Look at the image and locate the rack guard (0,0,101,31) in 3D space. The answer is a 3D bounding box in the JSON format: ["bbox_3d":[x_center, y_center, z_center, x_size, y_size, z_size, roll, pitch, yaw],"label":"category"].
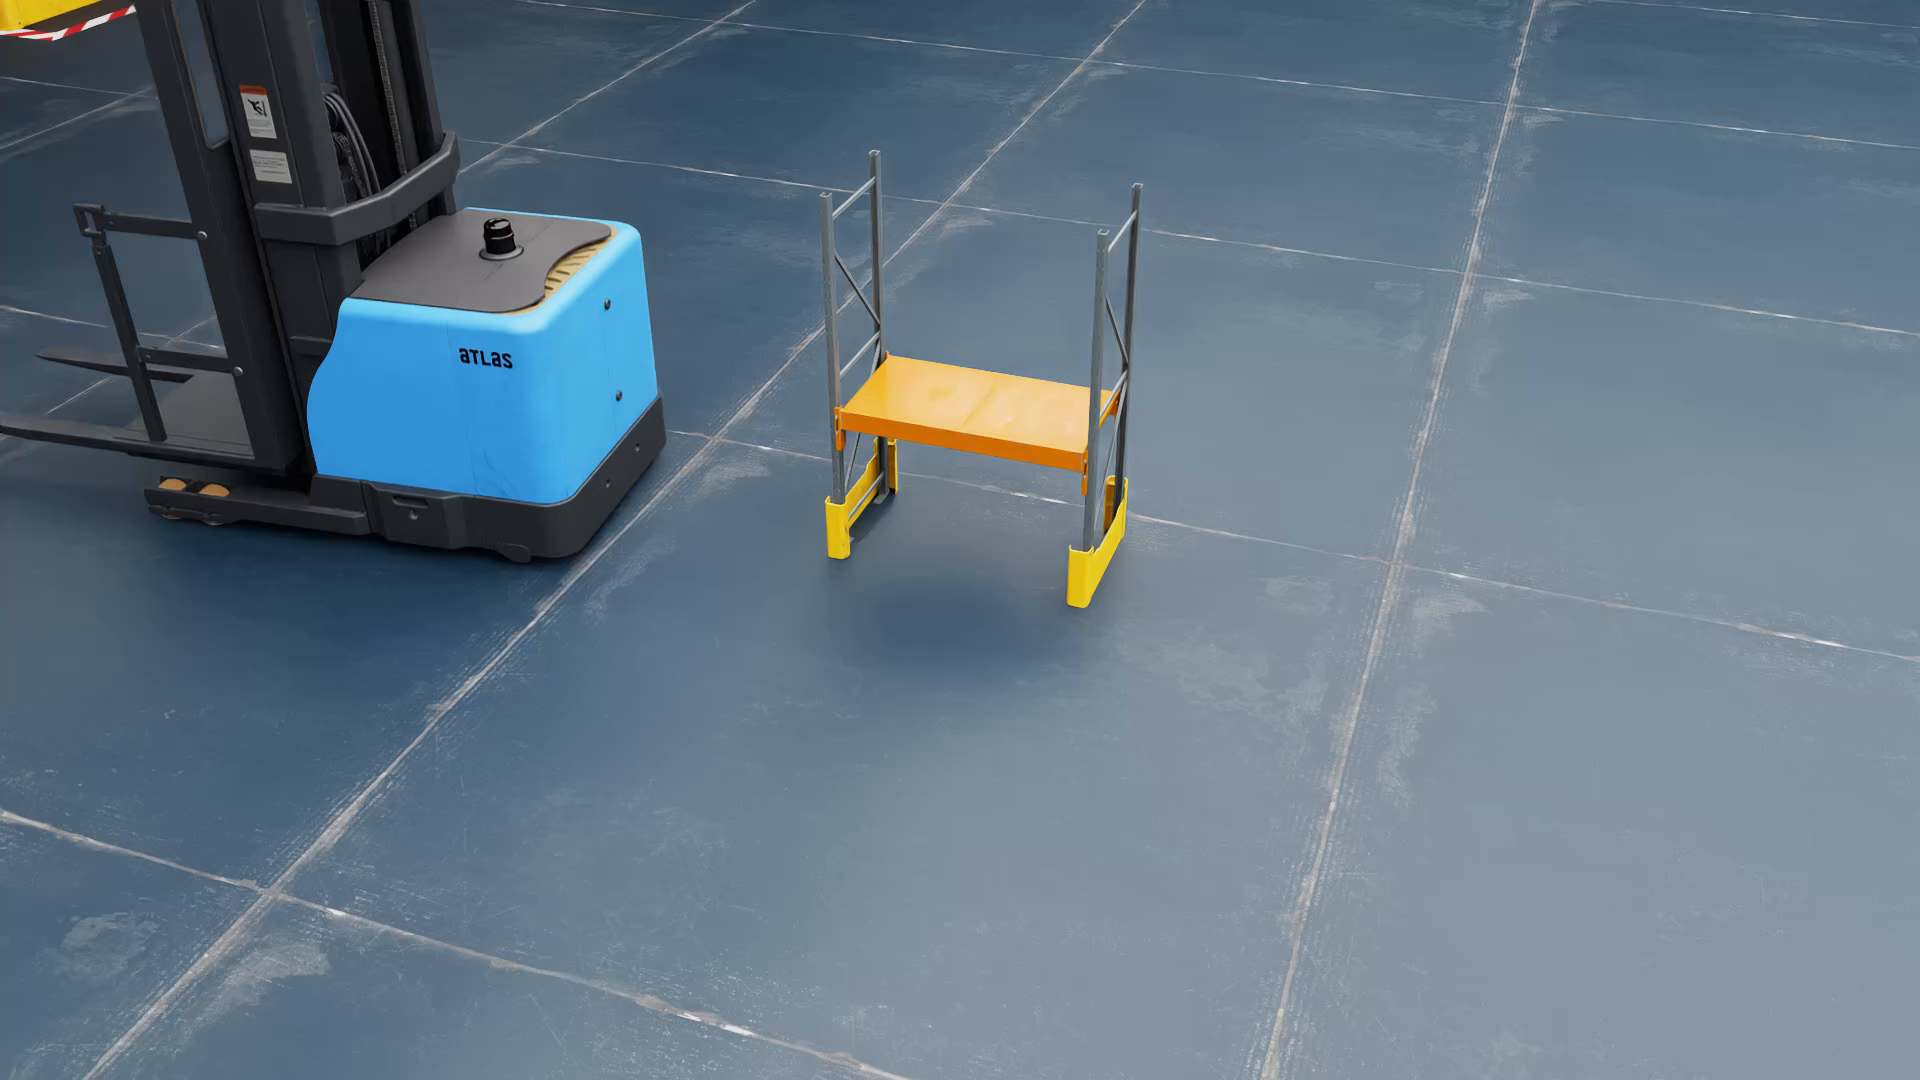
[{"bbox_3d":[-7.280,-4.459,13.195,0.348,0.500,1.175,11,34,16],"label":"rack guard"}]

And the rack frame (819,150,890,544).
[{"bbox_3d":[-0.398,-0.707,6.463,0.032,1.500,0.500,11,34,16],"label":"rack frame"}]

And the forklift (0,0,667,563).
[{"bbox_3d":[-2.859,-1.559,6.463,3.031,2.935,1.130,8,34,12],"label":"forklift"}]

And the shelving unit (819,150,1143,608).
[{"bbox_3d":[0.072,-0.616,6.322,1.083,1.500,0.587,11,34,16],"label":"shelving unit"}]

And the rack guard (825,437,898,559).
[{"bbox_3d":[-0.397,-0.182,6.802,0.087,0.250,0.587,11,34,16],"label":"rack guard"}]

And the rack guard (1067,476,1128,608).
[{"bbox_3d":[0.541,0.000,6.519,0.087,0.250,0.587,11,34,16],"label":"rack guard"}]

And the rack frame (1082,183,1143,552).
[{"bbox_3d":[0.559,-0.521,6.175,0.032,1.500,0.500,11,34,16],"label":"rack frame"}]

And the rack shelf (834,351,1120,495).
[{"bbox_3d":[0.080,-0.463,6.417,1.000,0.185,0.538,11,34,16],"label":"rack shelf"}]
